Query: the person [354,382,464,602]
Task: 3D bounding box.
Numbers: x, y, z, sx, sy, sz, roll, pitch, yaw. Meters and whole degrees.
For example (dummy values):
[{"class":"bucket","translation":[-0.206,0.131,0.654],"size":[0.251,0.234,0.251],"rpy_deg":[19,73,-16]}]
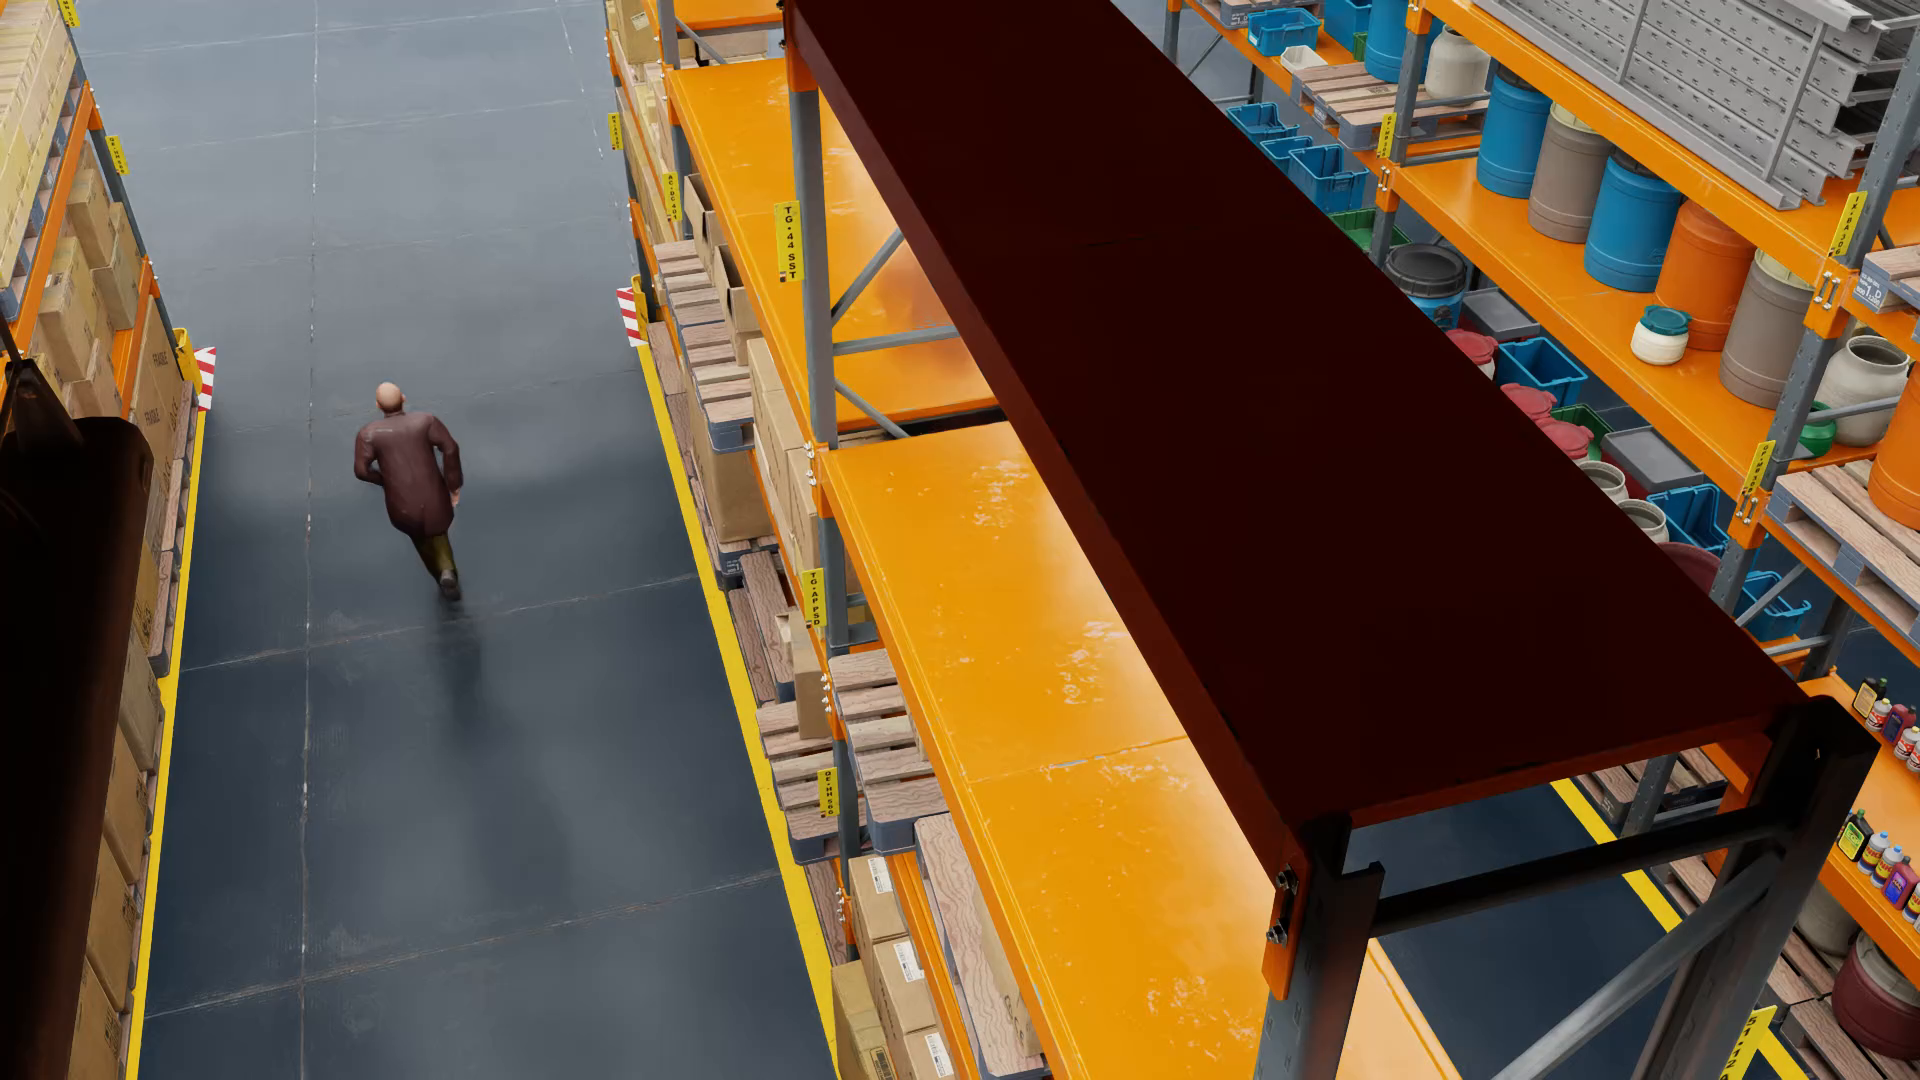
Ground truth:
[{"class":"person","translation":[-3.816,-0.228,11.776],"size":[0.706,1.723,0.861],"rpy_deg":[-20,42,-23]}]
